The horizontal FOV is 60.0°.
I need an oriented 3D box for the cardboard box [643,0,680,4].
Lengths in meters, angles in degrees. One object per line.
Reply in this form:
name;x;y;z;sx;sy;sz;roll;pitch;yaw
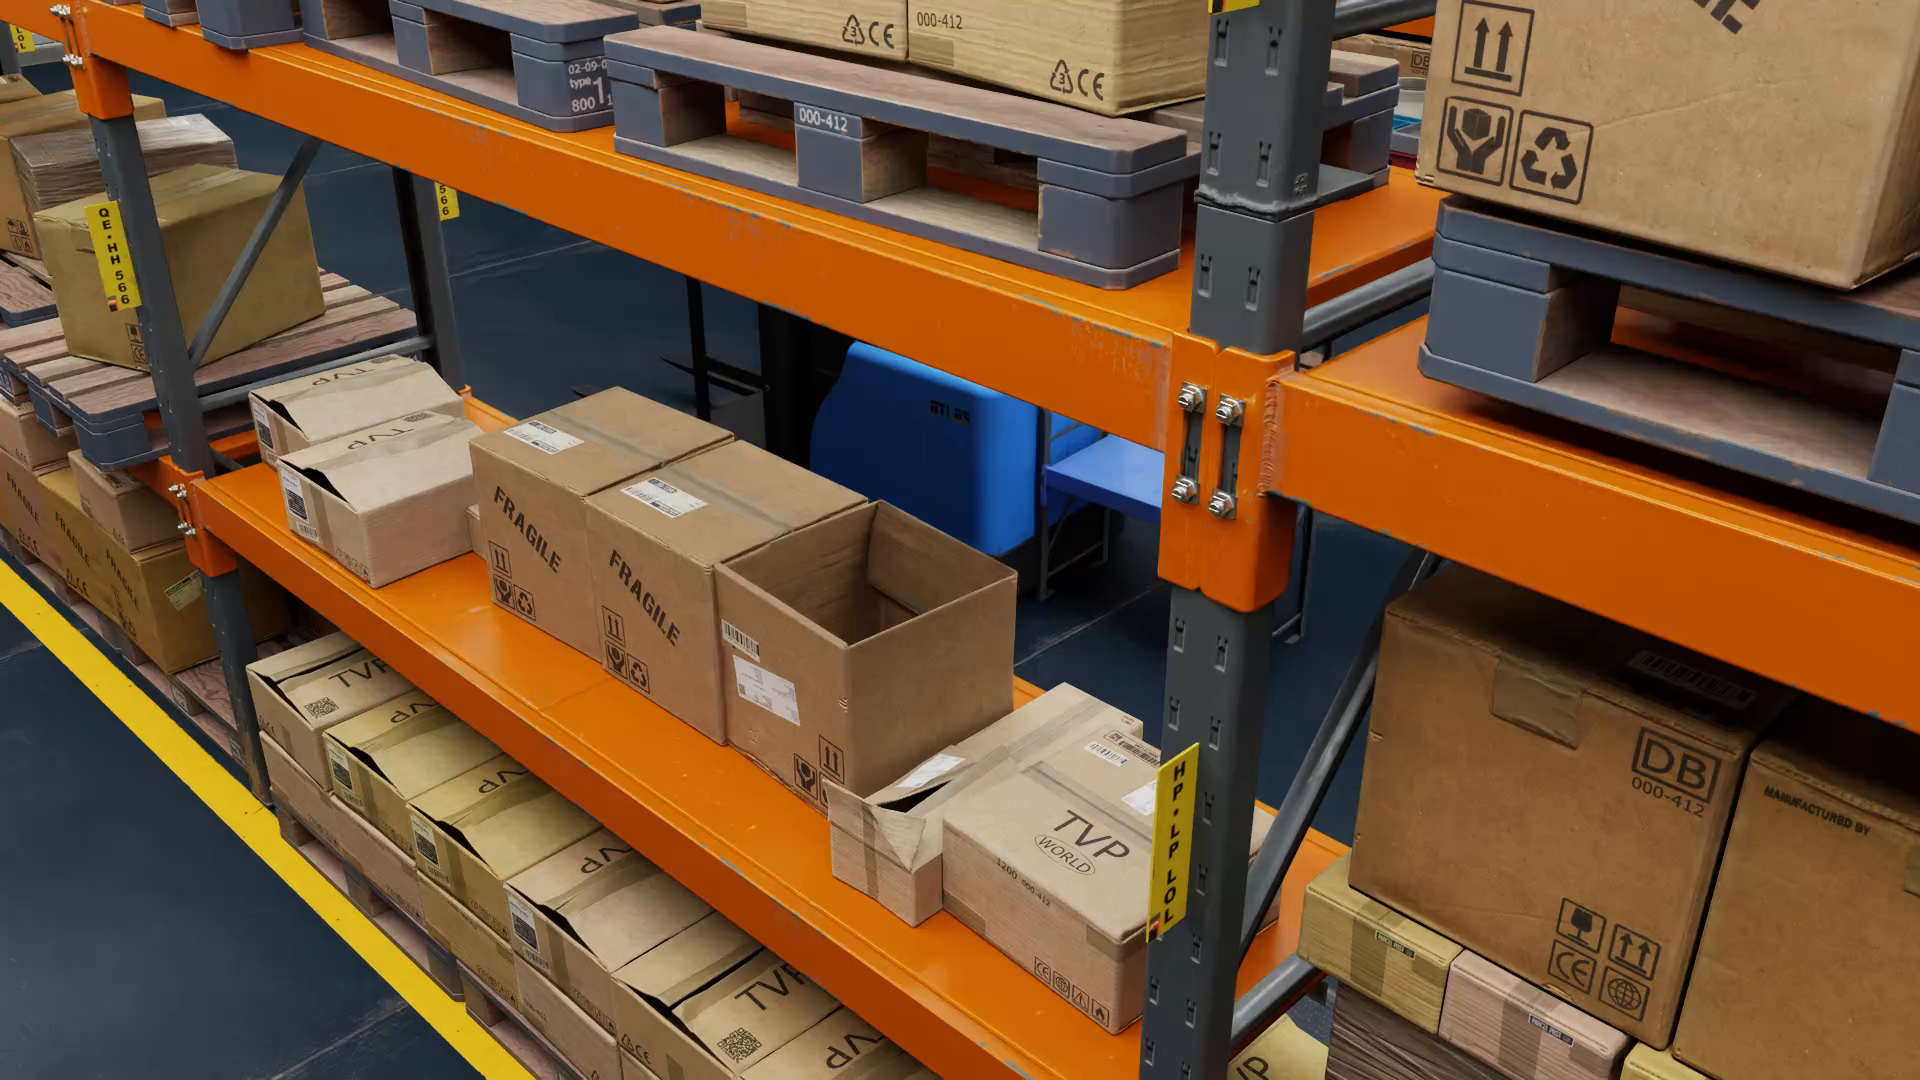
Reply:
cardboard box;-0.626;-1.340;3.562;0.500;0.250;0.500;21;34;34

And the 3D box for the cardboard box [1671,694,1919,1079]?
cardboard box;1.376;0.440;2.188;0.500;0.500;0.700;24;36;38

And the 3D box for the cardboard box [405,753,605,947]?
cardboard box;-1.248;0.833;4.843;0.500;0.311;0.500;23;36;37

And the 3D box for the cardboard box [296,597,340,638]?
cardboard box;-2.282;0.115;6.522;0.500;0.500;0.500;-23;36;-37

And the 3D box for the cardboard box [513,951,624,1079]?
cardboard box;-0.891;1.245;4.663;0.500;0.250;0.500;-24;36;-38

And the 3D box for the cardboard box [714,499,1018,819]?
cardboard box;-0.218;0.279;3.888;0.500;0.500;0.500;-22;35;-36

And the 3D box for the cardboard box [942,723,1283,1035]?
cardboard box;0.312;0.672;3.410;0.500;0.250;0.500;-23;35;-36

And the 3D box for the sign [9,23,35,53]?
sign;-4.624;-2.557;8.145;0.005;0.325;0.100;25;36;38

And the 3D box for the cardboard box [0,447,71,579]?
cardboard box;-3.737;-0.207;7.134;0.500;0.500;0.500;23;35;37

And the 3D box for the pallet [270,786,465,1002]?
pallet;-1.599;0.962;5.693;1.213;0.211;1.003;25;36;38

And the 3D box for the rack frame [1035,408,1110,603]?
rack frame;0.500;-0.485;7.062;0.032;1.500;0.500;21;35;35

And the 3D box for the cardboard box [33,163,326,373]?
cardboard box;-2.686;-0.952;5.778;0.500;0.500;0.700;12;30;22

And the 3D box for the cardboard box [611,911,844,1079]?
cardboard box;-0.525;1.166;4.210;0.500;0.311;0.500;24;36;38

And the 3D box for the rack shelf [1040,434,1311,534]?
rack shelf;0.888;-0.173;6.855;1.000;0.185;0.538;21;35;35

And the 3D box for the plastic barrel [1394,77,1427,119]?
plastic barrel;2.200;-1.981;8.174;0.421;0.512;0.421;0;28;0

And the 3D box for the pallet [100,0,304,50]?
pallet;-1.612;-1.606;4.561;1.213;0.211;1.003;-23;36;-37

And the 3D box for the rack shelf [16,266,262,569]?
rack shelf;-3.584;-0.888;6.988;4.000;0.370;1.077;25;36;38

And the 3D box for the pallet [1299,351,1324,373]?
pallet;1.842;-0.696;8.847;1.213;0.211;1.003;25;36;38

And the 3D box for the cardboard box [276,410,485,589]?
cardboard box;-1.656;-0.158;4.923;0.500;0.311;0.500;24;36;38

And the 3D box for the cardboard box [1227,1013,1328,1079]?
cardboard box;0.574;1.317;3.923;0.500;0.311;0.500;25;37;39

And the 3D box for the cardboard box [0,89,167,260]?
cardboard box;-3.707;-1.533;6.884;0.500;0.500;0.700;15;31;26

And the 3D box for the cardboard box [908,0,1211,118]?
cardboard box;0.261;-0.900;2.725;0.500;0.250;0.500;-21;34;-34

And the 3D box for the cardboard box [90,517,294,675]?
cardboard box;-2.990;0.131;6.491;0.500;0.500;0.500;-24;36;-37

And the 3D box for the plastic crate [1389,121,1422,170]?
plastic crate;2.255;-1.596;7.493;0.583;0.464;0.402;25;36;38

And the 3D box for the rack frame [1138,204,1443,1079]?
rack frame;0.694;0.752;3.098;0.127;3.000;1.000;25;36;38

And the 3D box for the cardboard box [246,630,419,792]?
cardboard box;-1.991;0.498;5.481;0.500;0.311;0.500;-24;36;-38

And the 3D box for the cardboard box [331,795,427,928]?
cardboard box;-1.632;0.910;5.300;0.500;0.250;0.500;23;36;37

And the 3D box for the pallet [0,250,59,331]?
pallet;-3.548;-1.102;6.828;1.213;0.211;1.003;25;36;38

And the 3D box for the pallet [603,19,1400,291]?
pallet;0.056;-0.775;2.983;1.217;0.209;0.805;23;35;36

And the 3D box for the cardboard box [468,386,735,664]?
cardboard box;-0.950;-0.056;4.526;0.500;0.500;0.500;22;35;36

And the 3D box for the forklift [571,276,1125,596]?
forklift;-0.689;-1.568;7.584;3.031;2.935;1.130;21;35;35

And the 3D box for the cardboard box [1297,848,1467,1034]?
cardboard box;0.750;0.572;2.634;0.250;0.149;0.380;25;36;38

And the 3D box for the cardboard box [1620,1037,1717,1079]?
cardboard box;1.114;0.738;2.320;0.250;0.149;0.380;23;36;37

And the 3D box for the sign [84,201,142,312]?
sign;-2.532;-0.848;4.980;0.005;0.325;0.100;25;36;38

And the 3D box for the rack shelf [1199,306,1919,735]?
rack shelf;2.120;0.395;1.326;4.000;0.370;1.077;25;36;38

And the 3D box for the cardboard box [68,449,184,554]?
cardboard box;-3.033;-0.218;6.349;0.500;0.250;0.500;-24;36;-37

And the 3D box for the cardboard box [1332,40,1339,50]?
cardboard box;3.046;-3.897;13.770;0.875;0.875;1.225;23;36;37

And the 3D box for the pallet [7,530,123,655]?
pallet;-3.530;0.027;7.473;1.213;0.211;1.003;25;36;38

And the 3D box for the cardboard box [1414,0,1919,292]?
cardboard box;0.868;-0.616;1.767;0.500;0.500;0.500;-22;35;-35

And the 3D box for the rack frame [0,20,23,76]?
rack frame;-5.011;-1.859;8.062;0.127;3.000;1.000;25;36;38

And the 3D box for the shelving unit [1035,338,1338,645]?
shelving unit;0.888;-0.333;6.771;1.048;1.500;0.538;21;35;35

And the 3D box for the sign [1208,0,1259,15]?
sign;0.321;-0.761;1.857;0.005;0.325;0.100;25;36;38

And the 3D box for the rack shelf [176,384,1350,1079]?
rack shelf;-0.732;0.417;4.506;4.000;0.370;1.077;25;36;38
